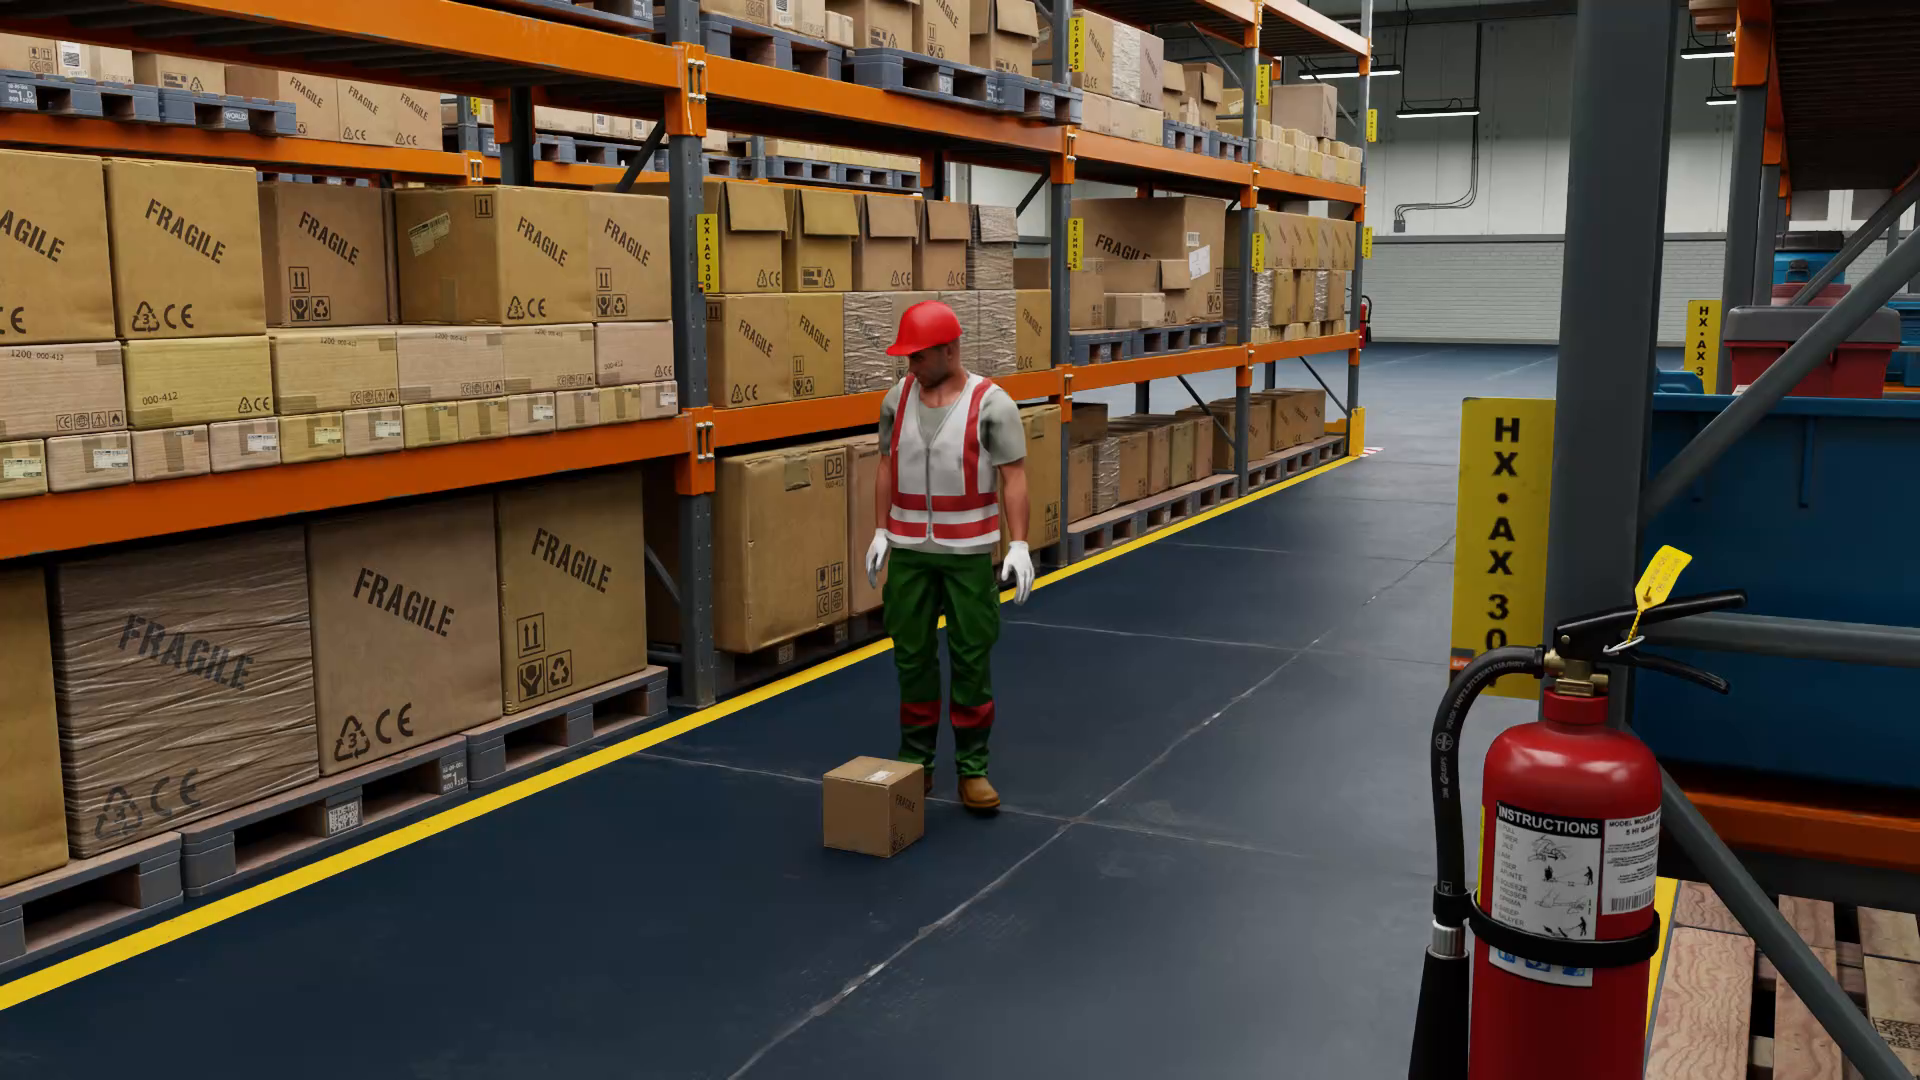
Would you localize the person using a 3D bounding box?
[{"bbox_3d":[-0.041,0.065,5.854,0.655,1.802,0.376,3,9,16],"label":"person"}]
